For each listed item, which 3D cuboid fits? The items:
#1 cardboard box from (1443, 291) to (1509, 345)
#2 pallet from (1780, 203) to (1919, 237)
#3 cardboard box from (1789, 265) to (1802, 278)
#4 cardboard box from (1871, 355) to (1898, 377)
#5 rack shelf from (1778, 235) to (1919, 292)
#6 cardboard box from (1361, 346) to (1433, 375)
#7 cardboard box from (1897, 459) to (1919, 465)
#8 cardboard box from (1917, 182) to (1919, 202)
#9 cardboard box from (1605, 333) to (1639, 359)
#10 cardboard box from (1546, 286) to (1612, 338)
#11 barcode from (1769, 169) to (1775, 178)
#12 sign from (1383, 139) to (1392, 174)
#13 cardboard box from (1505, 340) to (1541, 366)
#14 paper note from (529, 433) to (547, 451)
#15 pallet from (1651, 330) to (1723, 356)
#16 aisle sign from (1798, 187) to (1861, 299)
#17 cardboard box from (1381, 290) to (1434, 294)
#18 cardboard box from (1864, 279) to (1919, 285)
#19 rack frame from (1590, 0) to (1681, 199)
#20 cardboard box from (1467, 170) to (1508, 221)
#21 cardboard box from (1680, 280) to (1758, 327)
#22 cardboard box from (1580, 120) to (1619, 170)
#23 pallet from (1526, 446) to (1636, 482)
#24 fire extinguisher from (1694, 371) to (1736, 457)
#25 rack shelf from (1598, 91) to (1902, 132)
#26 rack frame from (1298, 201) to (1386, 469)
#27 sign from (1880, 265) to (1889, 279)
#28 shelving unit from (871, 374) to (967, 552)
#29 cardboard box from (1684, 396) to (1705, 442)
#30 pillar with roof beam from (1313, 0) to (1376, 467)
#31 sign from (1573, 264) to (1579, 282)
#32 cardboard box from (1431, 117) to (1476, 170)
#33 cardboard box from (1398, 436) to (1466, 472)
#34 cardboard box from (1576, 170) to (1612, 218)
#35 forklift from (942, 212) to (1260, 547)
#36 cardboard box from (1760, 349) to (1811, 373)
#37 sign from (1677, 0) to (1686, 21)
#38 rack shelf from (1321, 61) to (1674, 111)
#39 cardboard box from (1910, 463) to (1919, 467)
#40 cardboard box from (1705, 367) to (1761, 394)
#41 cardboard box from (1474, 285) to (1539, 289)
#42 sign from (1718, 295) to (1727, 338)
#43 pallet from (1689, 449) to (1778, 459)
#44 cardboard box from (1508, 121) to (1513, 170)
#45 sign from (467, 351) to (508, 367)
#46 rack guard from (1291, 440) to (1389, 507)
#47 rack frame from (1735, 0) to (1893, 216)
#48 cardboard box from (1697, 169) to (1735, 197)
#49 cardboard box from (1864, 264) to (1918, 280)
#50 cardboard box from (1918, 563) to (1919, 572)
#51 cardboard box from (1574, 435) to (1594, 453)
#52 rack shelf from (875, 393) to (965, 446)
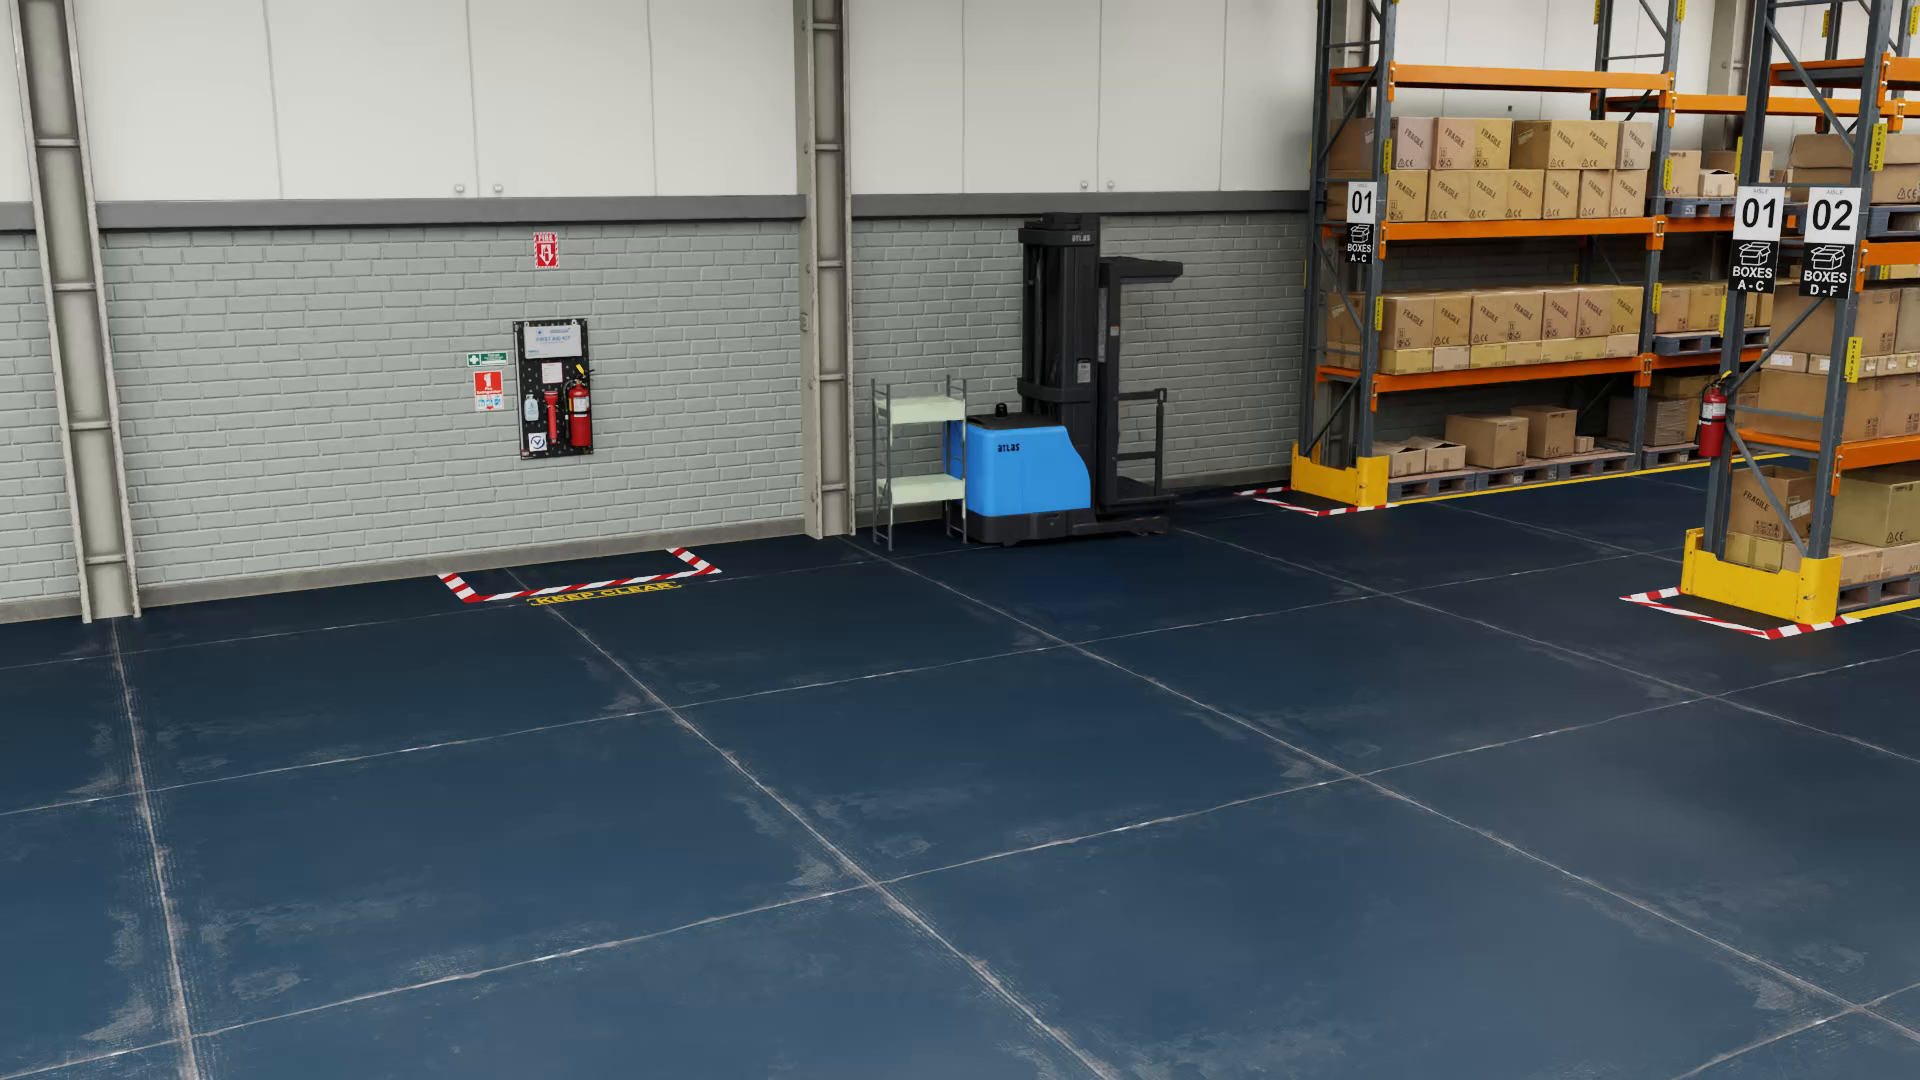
[{"bbox_3d":[5.313,-2.309,17.268,0.500,0.500,0.500,-7,15,-30],"label":"cardboard box"},{"bbox_3d":[6.865,-2.447,12.660,1.213,0.211,1.003,-7,14,-28],"label":"pallet"},{"bbox_3d":[10.313,-3.254,20.171,0.250,0.149,0.380,-10,16,-37],"label":"cardboard box"},{"bbox_3d":[6.910,-1.350,12.714,0.250,0.149,0.380,-7,15,-29],"label":"cardboard box"},{"bbox_3d":[7.987,-2.280,13.356,4.000,0.370,1.077,-7,14,-28],"label":"rack shelf"},{"bbox_3d":[4.436,-1.838,16.882,0.500,0.250,0.500,-7,15,-29],"label":"cardboard box"},{"bbox_3d":[7.870,-0.461,14.063,0.500,0.500,0.500,-7,14,-28],"label":"cardboard box"},{"bbox_3d":[7.349,-2.661,12.707,0.250,0.149,0.380,-7,14,-28],"label":"cardboard box"},{"bbox_3d":[7.096,-2.161,18.315,0.500,0.250,0.500,-7,14,-28],"label":"cardboard box"},{"bbox_3d":[6.664,-2.472,17.989,0.500,0.500,0.500,-7,14,-28],"label":"cardboard box"},{"bbox_3d":[6.266,-2.828,12.832,0.075,0.075,0.001,-7,14,-28],"label":"barcode"},{"bbox_3d":[4.115,-3.697,16.022,0.005,0.325,0.100,-7,14,-28],"label":"sign"},{"bbox_3d":[5.779,-2.001,17.604,0.500,0.250,0.500,-7,14,-27],"label":"cardboard box"},{"bbox_3d":[-3.587,-0.833,14.125,0.142,0.148,0.016,-7,14,-28],"label":"paper note"},{"bbox_3d":[8.107,-2.291,19.035,1.213,0.211,1.003,-7,14,-28],"label":"pallet"},{"bbox_3d":[6.321,-2.160,12.093,0.004,0.787,0.394,-7,14,-28],"label":"aisle sign"},{"bbox_3d":[4.614,-2.355,17.473,0.500,0.500,0.500,-7,14,-27],"label":"cardboard box"},{"bbox_3d":[7.595,-1.801,13.237,0.500,0.500,0.700,-7,14,-28],"label":"cardboard box"},{"bbox_3d":[7.366,-5.259,18.123,0.127,3.000,1.000,-7,14,-28],"label":"rack frame"},{"bbox_3d":[5.211,-3.525,16.978,0.500,0.500,0.500,-6,14,-25],"label":"cardboard box"},{"bbox_3d":[8.886,-2.775,19.520,0.500,0.500,0.700,-5,14,-20],"label":"cardboard box"},{"bbox_3d":[6.578,-4.177,17.596,0.500,0.500,0.500,-6,14,-25],"label":"cardboard box"},{"bbox_3d":[6.794,-0.894,18.743,1.213,0.211,1.003,-7,14,-28],"label":"pallet"},{"bbox_3d":[5.906,-0.997,13.022,0.183,0.674,0.296,-7,14,-28],"label":"fire extinguisher"},{"bbox_3d":[9.122,-4.923,19.180,4.000,0.370,1.077,-7,14,-28],"label":"rack shelf"},{"bbox_3d":[3.855,-1.911,16.911,0.127,3.000,1.000,-7,14,-28],"label":"rack frame"},{"bbox_3d":[11.145,-3.176,20.072,0.005,0.325,0.100,-7,14,-28],"label":"sign"},{"bbox_3d":[-0.365,-0.701,14.950,0.755,1.500,0.431,-6,14,-24],"label":"shelving unit"},{"bbox_3d":[8.434,-1.472,19.650,0.500,0.500,0.700,-7,15,-29],"label":"cardboard box"},{"bbox_3d":[6.118,-4.249,13.634,0.400,9.000,9.100,-7,14,-28],"label":"pillar with roof beam"},{"bbox_3d":[7.097,-3.004,19.128,0.005,0.325,0.100,-7,14,-28],"label":"sign"},{"bbox_3d":[4.774,-3.958,16.622,0.500,0.500,0.500,-7,14,-29],"label":"cardboard box"},{"bbox_3d":[5.006,-0.930,17.671,0.500,0.311,0.500,-6,14,-23],"label":"cardboard box"},{"bbox_3d":[6.591,-3.703,17.766,0.500,0.500,0.500,-8,15,-33],"label":"cardboard box"},{"bbox_3d":[1.393,-1.565,15.528,3.031,2.935,1.130,-6,14,-24],"label":"forklift"},{"bbox_3d":[6.476,-1.399,12.931,0.250,0.149,0.380,-7,15,-29],"label":"cardboard box"},{"bbox_3d":[7.610,-5.647,17.538,0.005,0.325,0.100,-7,14,-28],"label":"sign"},{"bbox_3d":[5.611,-4.696,17.267,4.000,0.370,1.077,-7,14,-28],"label":"rack shelf"},{"bbox_3d":[8.127,-0.357,13.604,0.500,0.500,0.500,-7,14,-28],"label":"cardboard box"},{"bbox_3d":[9.291,-1.925,19.956,0.500,0.250,0.500,-7,14,-28],"label":"cardboard box"},{"bbox_3d":[5.958,-2.520,18.206,0.500,0.500,0.500,-6,14,-26],"label":"cardboard box"},{"bbox_3d":[5.984,-1.744,12.989,0.005,0.325,0.100,-7,14,-28],"label":"sign"},{"bbox_3d":[9.121,-1.183,20.027,1.213,0.211,1.003,-7,14,-28],"label":"pallet"},{"bbox_3d":[5.470,-4.175,17.589,0.500,0.500,0.500,-7,14,-28],"label":"cardboard box"},{"bbox_3d":[-3.925,-1.504,13.814,0.331,0.109,0.001,-7,14,-28],"label":"sign"},{"bbox_3d":[3.922,-0.700,17.221,0.348,0.500,1.175,-7,14,-28],"label":"rack guard"},{"bbox_3d":[6.232,-3.884,12.013,0.127,3.000,1.000,-7,14,-28],"label":"rack frame"},{"bbox_3d":[8.425,-4.064,18.891,0.500,0.311,0.500,-6,14,-26],"label":"cardboard box"},{"bbox_3d":[11.424,-3.324,20.528,0.500,0.250,0.500,-6,14,-27],"label":"cardboard box"},{"bbox_3d":[7.685,0.060,13.457,0.500,0.250,0.500,-7,14,-28],"label":"cardboard box"},{"bbox_3d":[6.911,-1.103,18.768,0.250,0.166,0.380,-9,16,-35],"label":"cardboard box"},{"bbox_3d":[-0.365,-1.082,14.865,0.720,0.370,0.431,-6,14,-24],"label":"rack shelf"}]
